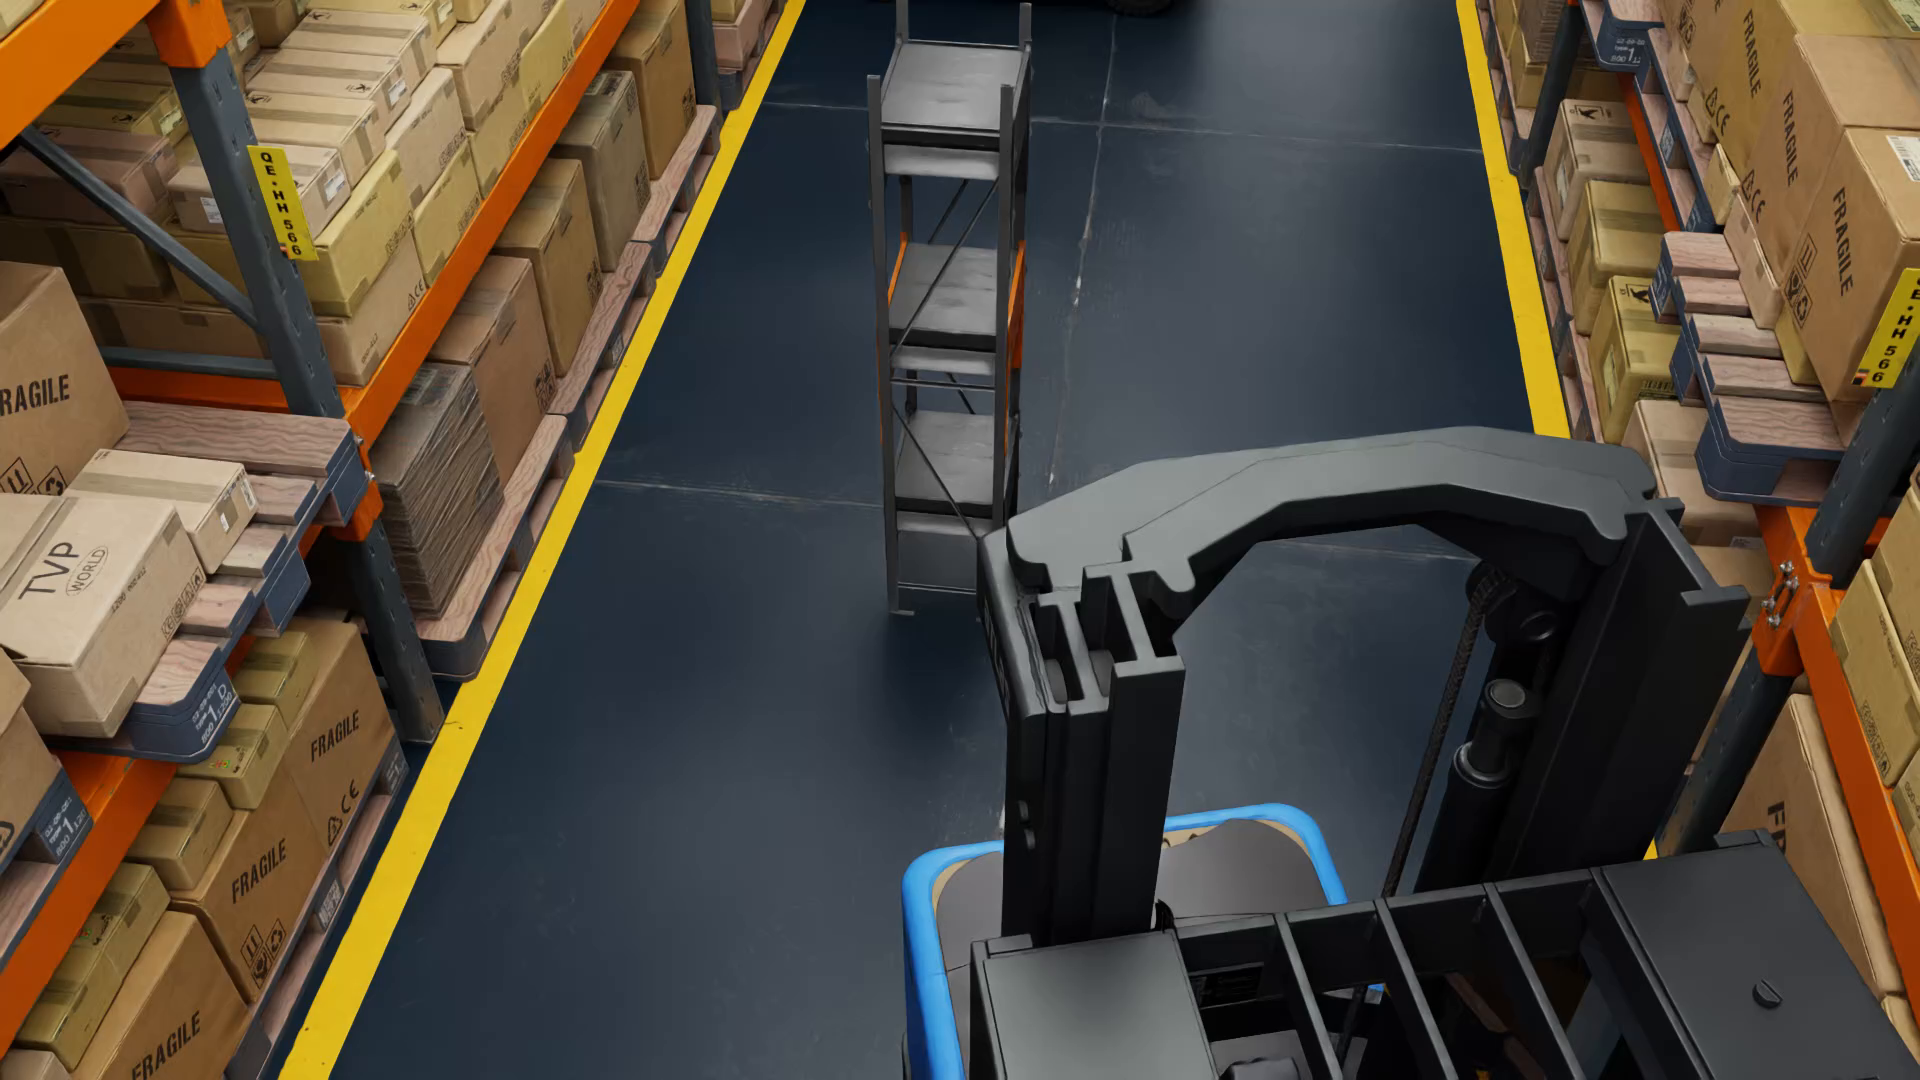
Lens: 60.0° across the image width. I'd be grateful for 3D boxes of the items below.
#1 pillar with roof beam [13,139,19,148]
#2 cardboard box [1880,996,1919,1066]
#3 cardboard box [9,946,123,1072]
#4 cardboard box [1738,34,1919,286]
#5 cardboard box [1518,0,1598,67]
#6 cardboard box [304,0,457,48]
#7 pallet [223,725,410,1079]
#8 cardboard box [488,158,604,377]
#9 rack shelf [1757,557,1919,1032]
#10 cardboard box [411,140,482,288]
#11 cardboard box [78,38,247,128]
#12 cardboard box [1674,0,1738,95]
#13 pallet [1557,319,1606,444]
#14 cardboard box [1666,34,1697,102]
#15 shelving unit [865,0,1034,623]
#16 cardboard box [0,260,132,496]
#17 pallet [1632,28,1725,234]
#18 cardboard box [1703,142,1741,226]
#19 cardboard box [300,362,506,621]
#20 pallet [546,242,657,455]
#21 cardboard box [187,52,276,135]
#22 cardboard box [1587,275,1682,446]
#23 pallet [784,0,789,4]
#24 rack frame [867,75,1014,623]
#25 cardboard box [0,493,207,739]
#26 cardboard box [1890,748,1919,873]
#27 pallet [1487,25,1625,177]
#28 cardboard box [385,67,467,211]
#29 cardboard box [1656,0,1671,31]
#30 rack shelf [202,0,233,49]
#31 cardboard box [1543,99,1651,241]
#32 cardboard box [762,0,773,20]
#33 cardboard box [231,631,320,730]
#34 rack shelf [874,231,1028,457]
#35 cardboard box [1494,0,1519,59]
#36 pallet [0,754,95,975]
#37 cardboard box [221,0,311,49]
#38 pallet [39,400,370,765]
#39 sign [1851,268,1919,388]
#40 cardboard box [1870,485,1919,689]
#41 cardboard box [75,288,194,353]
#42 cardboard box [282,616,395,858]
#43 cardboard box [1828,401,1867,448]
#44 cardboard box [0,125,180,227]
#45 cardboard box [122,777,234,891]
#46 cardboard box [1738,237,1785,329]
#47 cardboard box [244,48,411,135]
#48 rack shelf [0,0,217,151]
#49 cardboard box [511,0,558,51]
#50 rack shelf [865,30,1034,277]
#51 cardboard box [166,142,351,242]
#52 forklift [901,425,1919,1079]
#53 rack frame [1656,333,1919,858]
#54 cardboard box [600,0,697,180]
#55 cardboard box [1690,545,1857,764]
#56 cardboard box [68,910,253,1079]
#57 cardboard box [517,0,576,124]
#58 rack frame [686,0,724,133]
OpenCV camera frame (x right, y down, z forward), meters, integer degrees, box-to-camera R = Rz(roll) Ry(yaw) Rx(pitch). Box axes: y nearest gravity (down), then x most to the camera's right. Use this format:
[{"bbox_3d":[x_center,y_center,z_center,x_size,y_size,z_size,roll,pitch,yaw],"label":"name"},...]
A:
[{"bbox_3d":[1.307,-3.250,3.137,9.100,9.000,0.400,5,44,6],"label":"pillar with roof beam"},{"bbox_3d":[2.386,1.646,3.570,0.875,0.875,0.875,6,44,6],"label":"cardboard box"},{"bbox_3d":[-2.250,1.097,3.951,0.380,0.149,0.250,5,44,5],"label":"cardboard box"},{"bbox_3d":[2.523,-1.029,4.561,0.500,0.500,0.500,5,44,5],"label":"cardboard box"},{"bbox_3d":[3.022,-2.624,7.989,0.500,0.500,0.500,5,44,5],"label":"cardboard box"},{"bbox_3d":[-1.837,-1.668,5.285,0.380,0.149,0.250,6,44,6],"label":"cardboard box"},{"bbox_3d":[-2.375,1.025,5.014,1.003,0.211,1.213,5,44,6],"label":"pallet"},{"bbox_3d":[-1.976,-1.111,6.664,0.875,0.625,0.625,4,44,4],"label":"cardboard box"},{"bbox_3d":[2.417,1.580,2.923,1.077,0.370,4.000,5,44,6],"label":"rack shelf"},{"bbox_3d":[-1.867,-1.061,5.298,0.500,0.250,0.500,4,44,5],"label":"cardboard box"},{"bbox_3d":[-2.378,-1.364,4.964,0.380,0.149,0.250,5,44,5],"label":"cardboard box"},{"bbox_3d":[2.662,-1.745,5.317,0.500,0.500,0.500,4,44,4],"label":"cardboard box"},{"bbox_3d":[2.950,-0.393,6.511,1.003,0.211,1.213,5,44,6],"label":"pallet"},{"bbox_3d":[2.624,-1.598,5.633,0.380,0.149,0.250,7,44,7],"label":"cardboard box"},{"bbox_3d":[-0.022,-0.650,5.409,0.431,2.100,0.503,5,44,6],"label":"shelving unit"},{"bbox_3d":[-2.462,-0.345,4.054,0.500,0.500,0.500,7,44,7],"label":"cardboard box"},{"bbox_3d":[2.902,-1.327,5.609,1.003,0.211,1.213,5,44,6],"label":"pallet"},{"bbox_3d":[2.508,-1.075,5.081,0.380,0.149,0.250,6,44,6],"label":"cardboard box"},{"bbox_3d":[-2.143,-0.207,5.708,0.875,0.625,0.625,7,44,7],"label":"cardboard box"},{"bbox_3d":[-1.928,-0.867,7.012,1.003,0.211,1.213,5,44,6],"label":"pallet"},{"bbox_3d":[-2.389,-1.300,5.186,0.500,0.250,0.500,6,44,6],"label":"cardboard box"},{"bbox_3d":[2.961,-0.646,6.357,0.950,0.372,0.625,7,44,7],"label":"cardboard box"},{"bbox_3d":[-1.405,-3.578,9.875,1.003,0.211,1.213,5,44,6],"label":"pallet"},{"bbox_3d":[-0.054,-0.483,5.233,0.400,2.100,0.015,5,44,6],"label":"rack frame"},{"bbox_3d":[-2.058,0.158,3.705,0.500,0.250,0.500,3,44,4],"label":"cardboard box"},{"bbox_3d":[2.317,0.673,3.467,0.500,0.250,0.500,4,44,4],"label":"cardboard box"},{"bbox_3d":[3.264,-2.218,8.439,1.003,0.211,1.213,5,44,6],"label":"pallet"},{"bbox_3d":[-1.871,-1.241,5.124,0.500,0.250,0.500,7,44,7],"label":"cardboard box"},{"bbox_3d":[2.745,-1.942,5.997,0.380,0.149,0.250,6,44,6],"label":"cardboard box"},{"bbox_3d":[-1.975,-2.684,5.244,1.077,0.370,4.000,5,44,6],"label":"rack shelf"},{"bbox_3d":[3.143,-1.611,7.375,0.950,0.372,0.625,6,44,6],"label":"cardboard box"},{"bbox_3d":[-1.266,-3.020,8.952,0.500,0.250,0.500,4,44,5],"label":"cardboard box"},{"bbox_3d":[-2.053,0.387,4.701,0.380,0.149,0.250,3,44,3],"label":"cardboard box"},{"bbox_3d":[-0.022,-0.640,5.418,0.431,0.518,0.480,5,44,6],"label":"rack shelf"},{"bbox_3d":[3.082,-2.715,8.630,0.500,0.250,0.500,4,44,4],"label":"cardboard box"},{"bbox_3d":[-2.492,0.903,3.254,1.003,0.211,1.213,5,44,6],"label":"pallet"},{"bbox_3d":[-2.303,-1.709,5.328,0.380,0.149,0.250,5,44,5],"label":"cardboard box"},{"bbox_3d":[-2.259,0.045,4.160,1.213,0.211,1.003,5,44,6],"label":"pallet"},{"bbox_3d":[2.142,-0.478,3.789,0.100,0.325,0.005,5,44,6],"label":"sign"},{"bbox_3d":[2.370,0.152,3.653,0.500,0.250,0.500,5,44,5],"label":"cardboard box"},{"bbox_3d":[-2.433,-0.768,4.988,0.500,0.250,0.500,4,44,5],"label":"cardboard box"},{"bbox_3d":[-2.082,0.570,4.979,0.500,0.500,0.500,6,44,7],"label":"cardboard box"},{"bbox_3d":[2.491,-0.350,4.315,0.380,0.149,0.250,7,44,7],"label":"cardboard box"},{"bbox_3d":[-2.397,-1.004,4.585,0.380,0.149,0.250,7,44,7],"label":"cardboard box"},{"bbox_3d":[-2.137,0.751,4.316,0.380,0.149,0.250,4,44,4],"label":"cardboard box"},{"bbox_3d":[2.444,-0.715,4.701,0.380,0.149,0.250,5,44,5],"label":"cardboard box"},{"bbox_3d":[-1.863,-1.314,4.912,0.380,0.149,0.250,6,44,7],"label":"cardboard box"},{"bbox_3d":[-2.504,0.043,2.365,1.077,0.370,4.000,5,44,6],"label":"rack shelf"},{"bbox_3d":[-1.741,-1.946,5.870,0.500,0.250,0.500,6,44,6],"label":"cardboard box"},{"bbox_3d":[-0.022,-1.148,4.937,0.431,0.518,0.480,5,44,6],"label":"rack shelf"},{"bbox_3d":[-1.905,-0.955,4.532,0.380,0.149,0.250,6,44,7],"label":"cardboard box"},{"bbox_3d":[0.597,1.398,2.642,1.130,2.935,3.031,-7,44,-7],"label":"forklift"},{"bbox_3d":[2.681,-0.044,4.115,1.000,3.000,0.127,5,44,6],"label":"rack frame"},{"bbox_3d":[-1.768,-2.152,7.763,0.875,0.625,0.625,7,44,7],"label":"cardboard box"},{"bbox_3d":[2.766,0.374,5.280,0.950,0.372,0.625,3,43,3],"label":"cardboard box"},{"bbox_3d":[-2.225,1.267,4.242,0.500,0.500,0.500,7,44,7],"label":"cardboard box"},{"bbox_3d":[-1.735,-1.766,6.042,0.500,0.250,0.500,7,44,7],"label":"cardboard box"},{"bbox_3d":[-1.710,-3.219,7.468,1.000,3.000,0.127,5,44,6],"label":"rack frame"}]
